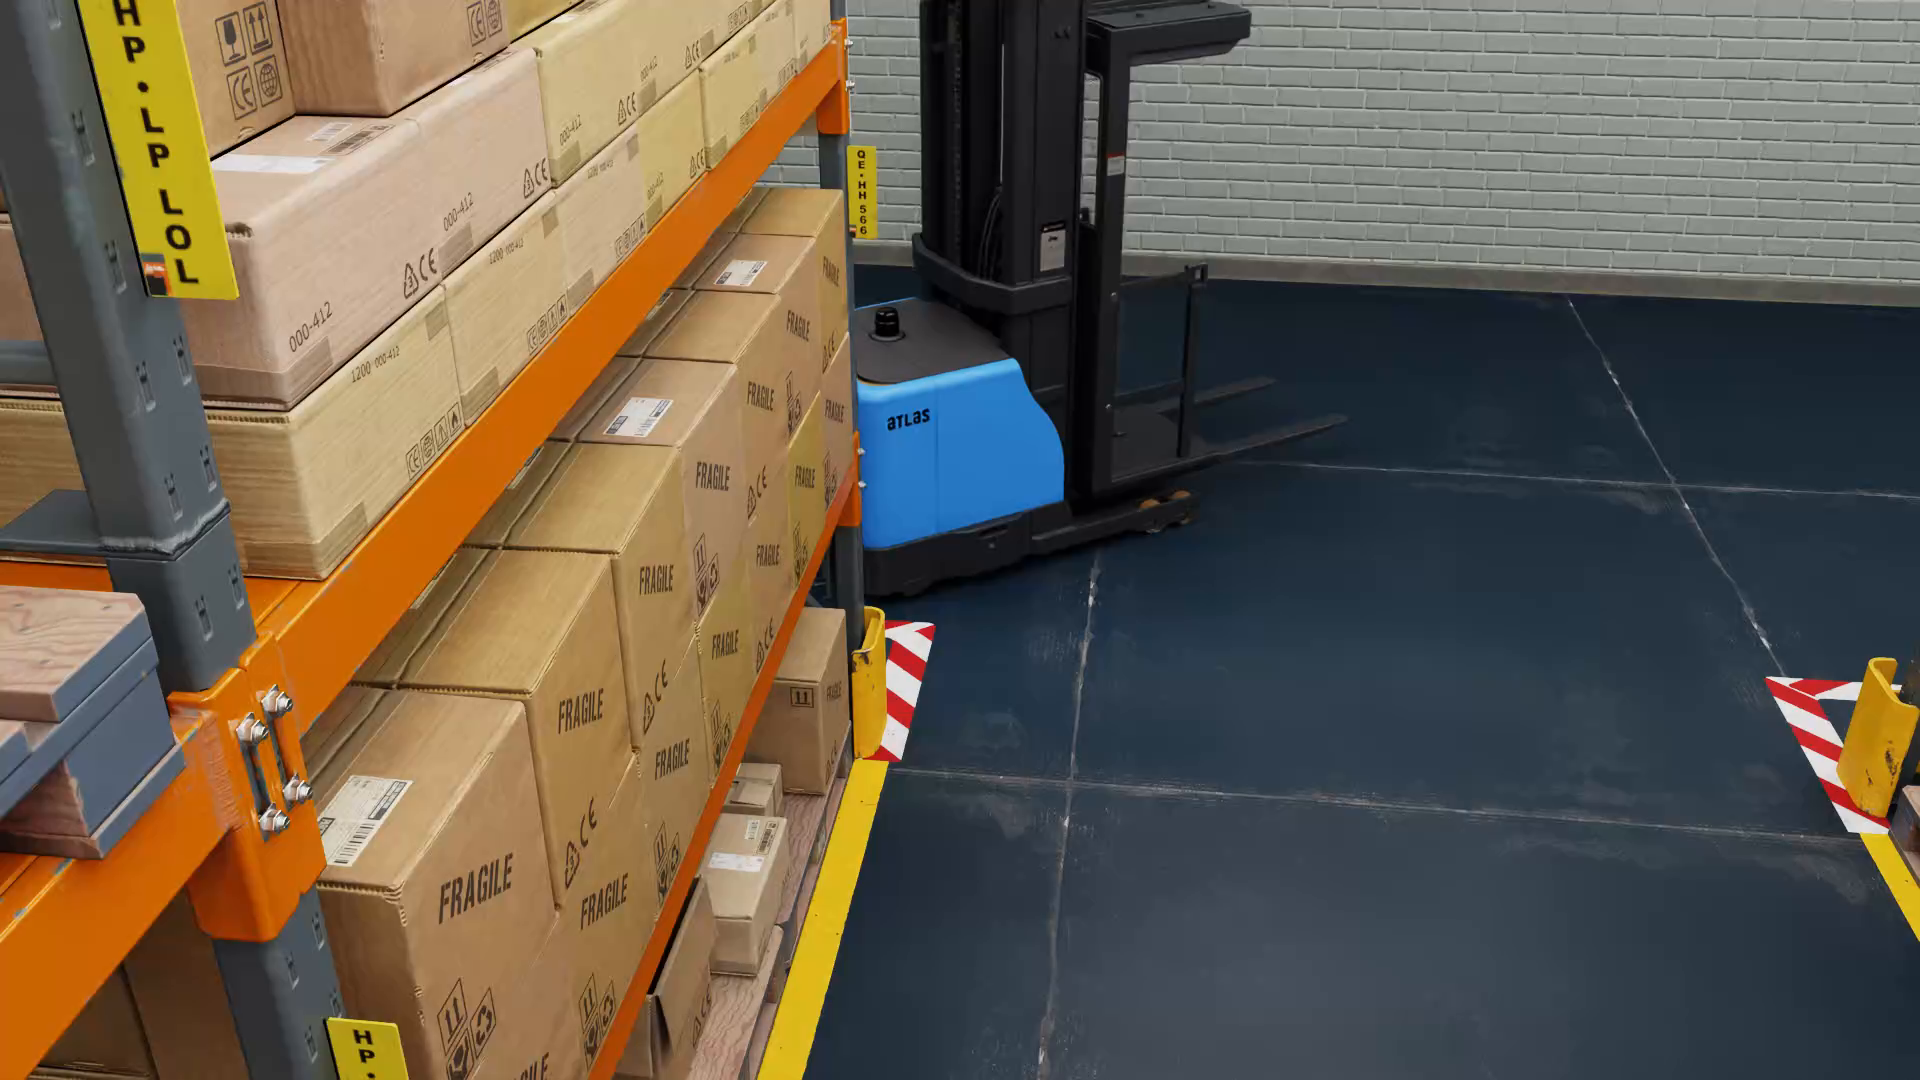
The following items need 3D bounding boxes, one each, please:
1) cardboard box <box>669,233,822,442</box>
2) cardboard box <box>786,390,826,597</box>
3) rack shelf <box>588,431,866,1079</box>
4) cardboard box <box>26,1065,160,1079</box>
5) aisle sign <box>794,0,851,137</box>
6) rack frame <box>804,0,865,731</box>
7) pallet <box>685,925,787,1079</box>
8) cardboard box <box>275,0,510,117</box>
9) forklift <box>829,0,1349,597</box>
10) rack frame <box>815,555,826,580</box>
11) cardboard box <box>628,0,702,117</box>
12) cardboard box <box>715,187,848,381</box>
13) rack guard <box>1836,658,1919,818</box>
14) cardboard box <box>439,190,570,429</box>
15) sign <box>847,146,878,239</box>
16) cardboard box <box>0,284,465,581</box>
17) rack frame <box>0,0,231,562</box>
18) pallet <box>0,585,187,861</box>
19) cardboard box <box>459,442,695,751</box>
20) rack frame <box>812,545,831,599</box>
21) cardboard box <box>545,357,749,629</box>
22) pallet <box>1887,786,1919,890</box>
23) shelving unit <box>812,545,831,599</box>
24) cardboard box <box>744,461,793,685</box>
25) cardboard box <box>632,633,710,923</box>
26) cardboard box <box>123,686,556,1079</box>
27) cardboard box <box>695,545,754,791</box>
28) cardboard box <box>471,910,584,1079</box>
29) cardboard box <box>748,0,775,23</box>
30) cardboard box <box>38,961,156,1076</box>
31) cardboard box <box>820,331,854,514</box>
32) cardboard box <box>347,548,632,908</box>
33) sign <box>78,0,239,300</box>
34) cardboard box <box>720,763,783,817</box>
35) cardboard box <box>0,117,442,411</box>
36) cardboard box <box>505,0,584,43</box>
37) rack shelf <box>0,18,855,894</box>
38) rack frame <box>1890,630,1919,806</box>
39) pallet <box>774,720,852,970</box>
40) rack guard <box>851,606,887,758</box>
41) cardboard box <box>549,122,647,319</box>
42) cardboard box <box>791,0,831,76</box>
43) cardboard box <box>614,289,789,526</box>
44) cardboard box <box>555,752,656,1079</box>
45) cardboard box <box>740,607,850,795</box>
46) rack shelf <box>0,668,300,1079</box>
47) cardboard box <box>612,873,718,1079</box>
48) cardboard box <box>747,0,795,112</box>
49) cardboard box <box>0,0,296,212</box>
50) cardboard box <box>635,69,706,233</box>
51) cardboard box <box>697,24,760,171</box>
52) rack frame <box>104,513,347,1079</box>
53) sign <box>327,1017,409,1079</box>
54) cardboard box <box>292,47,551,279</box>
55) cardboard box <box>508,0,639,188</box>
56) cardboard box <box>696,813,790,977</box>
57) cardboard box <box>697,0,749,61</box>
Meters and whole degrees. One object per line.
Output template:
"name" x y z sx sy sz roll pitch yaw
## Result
"cardboard box" -0.729 -0.618 5.074 0.500 0.500 0.500 4 29 8
"cardboard box" -0.731 -0.170 5.297 0.500 0.500 0.500 4 29 7
"rack shelf" -1.131 0.661 4.618 1.077 0.370 4.000 3 28 6
"cardboard box" -1.570 0.992 3.141 0.500 0.500 0.500 4 29 7
"aisle sign" -0.574 -1.755 5.605 0.394 0.787 0.004 3 28 6
"rack frame" -0.886 -0.597 6.195 1.000 3.000 0.127 3 28 6
"pallet" -1.144 1.615 5.030 1.003 0.211 1.213 3 28 6
"cardboard box" -1.152 -0.977 2.578 0.700 0.500 0.500 3 28 6
"forklift" 0.631 -1.525 7.990 3.031 2.935 1.130 -15 32 -26
"rack frame" -0.755 -0.331 7.600 0.240 1.200 0.006 -6 29 -10
"cardboard box" -0.877 -1.108 3.613 0.500 0.250 0.500 3 28 6
"cardboard box" -0.668 -0.855 5.515 0.500 0.500 0.500 3 28 6
"rack guard" 4.020 0.781 6.273 1.175 0.500 0.348 3 28 6
"cardboard box" -1.006 -0.418 2.859 0.500 0.250 0.500 3 28 6
"sign" -0.338 -1.204 5.768 0.100 0.325 0.005 3 28 6
"cardboard box" -1.071 -0.183 2.422 0.500 0.250 0.500 3 28 6
"rack frame" -1.376 -1.355 1.277 1.000 3.000 0.127 3 28 6
"pallet" -1.526 0.351 1.471 1.213 0.211 1.003 3 28 6
"cardboard box" -0.913 0.112 3.720 0.500 0.500 0.500 3 28 5
"rack frame" -0.718 -0.246 7.442 0.240 1.200 0.006 -6 29 -10
"cardboard box" -0.851 -0.131 4.172 0.500 0.500 0.500 4 29 8
"pallet" 3.890 1.307 5.602 1.003 0.211 1.213 3 28 6
"shelving unit" -0.737 -0.289 7.521 0.258 1.200 0.189 -6 29 -10
"cardboard box" -0.797 0.065 4.861 0.500 0.500 0.500 4 29 7
"cardboard box" -0.920 0.542 3.977 0.500 0.500 0.500 3 28 6
"cardboard box" -1.039 0.597 2.820 0.500 0.500 0.500 4 29 8
"cardboard box" -0.859 0.302 4.421 0.500 0.500 0.500 3 28 5
"cardboard box" -1.043 1.018 3.092 0.500 0.500 0.500 4 29 8
"cardboard box" -0.757 -1.579 4.487 0.500 0.250 0.500 3 28 6
"cardboard box" -1.571 0.549 2.909 0.500 0.500 0.500 3 29 6
"cardboard box" -0.671 -0.414 5.750 0.500 0.500 0.500 4 29 8
"cardboard box" -0.976 0.354 3.271 0.500 0.500 0.500 2 28 5
"sign" -0.825 -0.405 1.716 0.100 0.325 0.005 3 28 6
"cardboard box" -0.847 0.913 5.917 0.380 0.166 0.250 3 28 6
"cardboard box" -1.070 -0.403 2.304 0.500 0.250 0.500 3 28 6
"cardboard box" -1.097 -1.212 3.016 0.700 0.500 0.500 3 28 6
"rack shelf" -1.131 -0.659 3.907 1.077 0.370 4.000 3 28 6
"rack frame" 4.030 -0.307 5.657 1.000 3.000 0.127 3 28 6
"pallet" -0.992 1.042 6.093 1.003 0.211 1.213 3 28 6
"rack guard" -0.895 0.540 6.721 1.175 0.500 0.348 3 28 6
"cardboard box" -0.943 -0.653 3.295 0.500 0.250 0.500 3 28 6
"cardboard box" -0.687 -1.594 5.042 0.500 0.250 0.500 3 28 6
"cardboard box" -0.788 -0.373 4.620 0.500 0.500 0.500 4 29 8
"cardboard box" -0.984 0.777 3.540 0.500 0.500 0.500 4 29 7
"cardboard box" -0.708 0.580 6.182 0.500 0.500 0.500 3 28 6
"rack shelf" -1.621 1.224 0.412 1.077 0.370 4.000 3 28 6
"cardboard box" -1.151 1.307 4.830 0.797 0.503 0.637 3 28 6
"cardboard box" -0.759 -1.359 4.606 0.500 0.250 0.500 3 28 6
"cardboard box" -1.354 -0.750 2.157 0.700 0.500 0.500 3 28 6
"cardboard box" -0.885 -0.889 3.733 0.500 0.250 0.500 3 28 6
"cardboard box" -0.808 -1.123 4.168 0.500 0.250 0.500 3 28 6
"rack frame" -1.376 1.286 2.700 1.000 3.000 0.127 3 28 6
"sign" -0.825 0.807 2.369 0.100 0.325 0.005 3 28 6
"cardboard box" -1.011 -0.638 2.741 0.500 0.250 0.500 3 28 6
"cardboard box" -0.938 -0.873 3.176 0.500 0.250 0.500 3 28 6
"cardboard box" -0.854 1.136 5.414 0.500 0.250 0.500 3 28 6
"cardboard box" -0.822 -1.344 4.051 0.500 0.250 0.500 3 28 6
